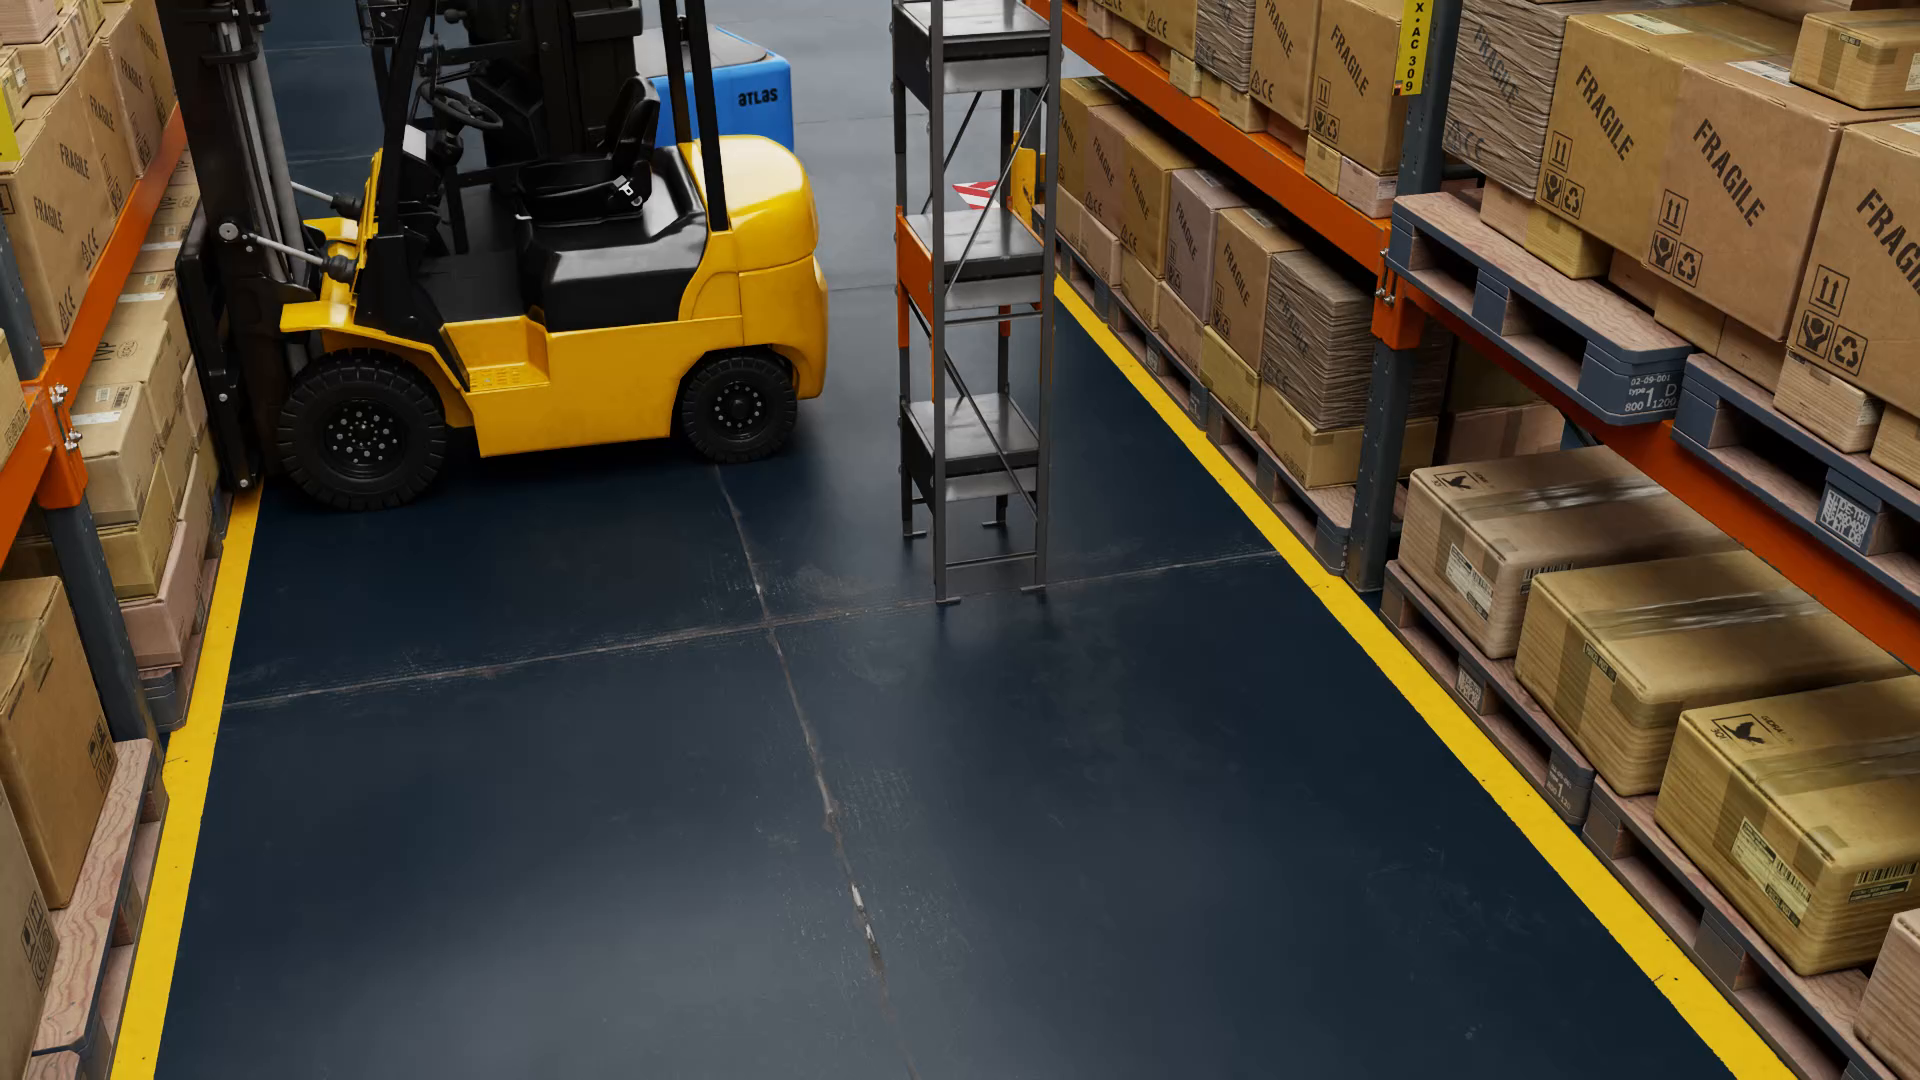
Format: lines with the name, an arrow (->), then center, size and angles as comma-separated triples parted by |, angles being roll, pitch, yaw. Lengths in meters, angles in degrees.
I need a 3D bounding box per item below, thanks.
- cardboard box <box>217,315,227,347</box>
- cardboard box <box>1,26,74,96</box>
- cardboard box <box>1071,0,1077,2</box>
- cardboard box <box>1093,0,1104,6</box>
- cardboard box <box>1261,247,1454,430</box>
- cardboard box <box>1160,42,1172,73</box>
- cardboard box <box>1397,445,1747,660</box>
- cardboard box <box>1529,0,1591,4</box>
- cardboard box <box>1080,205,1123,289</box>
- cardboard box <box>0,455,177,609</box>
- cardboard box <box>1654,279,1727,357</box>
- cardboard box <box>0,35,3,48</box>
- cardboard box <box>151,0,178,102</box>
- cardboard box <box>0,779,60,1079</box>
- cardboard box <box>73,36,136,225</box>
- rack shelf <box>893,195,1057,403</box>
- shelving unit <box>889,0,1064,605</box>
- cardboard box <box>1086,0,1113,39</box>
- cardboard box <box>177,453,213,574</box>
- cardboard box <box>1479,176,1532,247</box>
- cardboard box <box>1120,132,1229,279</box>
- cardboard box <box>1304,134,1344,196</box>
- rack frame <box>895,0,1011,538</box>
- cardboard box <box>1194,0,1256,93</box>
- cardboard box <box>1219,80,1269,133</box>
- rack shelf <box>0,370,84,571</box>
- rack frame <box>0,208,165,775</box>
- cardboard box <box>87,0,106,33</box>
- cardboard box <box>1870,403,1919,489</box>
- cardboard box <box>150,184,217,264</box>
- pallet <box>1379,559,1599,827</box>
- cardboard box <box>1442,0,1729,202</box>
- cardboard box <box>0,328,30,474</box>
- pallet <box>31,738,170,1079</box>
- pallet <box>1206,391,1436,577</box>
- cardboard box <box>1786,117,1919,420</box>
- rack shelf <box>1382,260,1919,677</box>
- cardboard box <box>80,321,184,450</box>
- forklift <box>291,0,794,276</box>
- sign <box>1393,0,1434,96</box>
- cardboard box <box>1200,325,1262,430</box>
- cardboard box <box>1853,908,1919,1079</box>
cardboard box -> -3.124, -0.749, 6.377 | 0.500, 0.250, 0.500 | -8, 31, -13
cardboard box -> -2.893, -1.424, 4.969 | 0.380, 0.149, 0.250 | -7, 31, -12
cardboard box -> 0.711, -2.829, 8.394 | 0.380, 0.149, 0.250 | -8, 31, -13
cardboard box -> 0.820, -2.786, 7.672 | 0.500, 0.500, 0.500 | -7, 31, -12
cardboard box -> 1.467, -0.763, 6.152 | 0.500, 0.500, 0.500 | -8, 31, -14
cardboard box -> 1.078, -2.070, 7.082 | 0.380, 0.149, 0.250 | -9, 31, -15
cardboard box -> 2.024, 0.011, 5.440 | 0.950, 0.372, 0.625 | -7, 31, -13
cardboard box -> 1.666, -1.557, 4.483 | 0.380, 0.149, 0.250 | -8, 31, -13
cardboard box -> 0.897, -1.447, 8.081 | 0.500, 0.250, 0.500 | -7, 31, -11
cardboard box -> -2.733, -0.018, 5.113 | 0.500, 0.250, 0.500 | -8, 31, -14
cardboard box -> 1.959, -0.583, 4.094 | 0.380, 0.149, 0.250 | -7, 31, -13
cardboard box -> -2.933, -1.418, 4.661 | 0.380, 0.149, 0.250 | -8, 31, -14
cardboard box -> -3.451, -2.056, 6.708 | 0.500, 0.500, 0.500 | -7, 31, -12
cardboard box -> -2.554, 0.937, 3.588 | 0.875, 0.625, 0.625 | -8, 31, -14
cardboard box -> -3.058, -1.321, 5.439 | 0.500, 0.500, 0.500 | -8, 31, -14
rack shelf -> 0.044, -0.817, 5.593 | 0.431, 0.518, 0.480 | -8, 31, -13
shelving unit -> 0.044, -0.829, 5.586 | 0.431, 2.100, 0.503 | -8, 31, -13
cardboard box -> 0.807, -2.441, 7.724 | 0.380, 0.149, 0.250 | -7, 31, -13
cardboard box -> -2.861, -0.048, 5.664 | 0.500, 0.250, 0.500 | -9, 31, -14
cardboard box -> 1.725, -0.961, 4.748 | 0.380, 0.149, 0.250 | -7, 31, -13
cardboard box -> 1.044, -1.512, 7.445 | 0.500, 0.500, 0.500 | -7, 31, -12
cardboard box -> 1.431, -1.323, 5.792 | 0.380, 0.149, 0.250 | -7, 31, -12
rack frame -> -0.021, -0.947, 5.789 | 0.400, 2.100, 0.015 | -8, 31, -13
cardboard box -> 1.240, -2.048, 6.398 | 0.500, 0.500, 0.500 | -7, 31, -12
cardboard box -> 1.231, -1.693, 6.432 | 0.380, 0.149, 0.250 | -8, 31, -14
rack shelf -> -2.371, 0.742, 2.692 | 1.077, 0.370, 4.000 | -8, 31, -13
rack frame -> -2.902, -0.535, 4.180 | 1.000, 3.000, 0.127 | -8, 31, -13
cardboard box -> -3.124, -1.798, 5.614 | 0.380, 0.149, 0.250 | -8, 31, -14
cardboard box -> 2.143, -0.203, 3.438 | 0.380, 0.149, 0.250 | -9, 31, -15
cardboard box -> -3.256, -1.223, 6.695 | 0.500, 0.250, 0.500 | -7, 31, -13
pallet -> 2.091, 0.386, 5.373 | 1.003, 0.211, 1.213 | -8, 31, -13
cardboard box -> 1.731, -1.286, 4.662 | 0.500, 0.500, 0.500 | -7, 31, -12
cardboard box -> -2.516, -0.262, 3.858 | 0.500, 0.250, 0.500 | -7, 31, -12
pallet -> -2.669, 1.022, 4.273 | 1.003, 0.211, 1.213 | -8, 31, -13
pallet -> 1.670, -0.310, 6.575 | 1.003, 0.211, 1.213 | -8, 31, -13
cardboard box -> 2.129, -0.557, 3.402 | 0.500, 0.500, 0.500 | -9, 31, -15
rack shelf -> 2.413, 0.080, 3.835 | 1.077, 0.370, 4.000 | -8, 31, -13
cardboard box -> -2.854, -0.483, 5.418 | 0.500, 0.250, 0.500 | -8, 31, -13
forklift -> -2.352, -2.528, 7.692 | 3.031, 2.935, 1.130 | -17, 34, -27
sign -> 1.361, -1.496, 4.976 | 0.100, 0.325, 0.005 | -8, 31, -13
cardboard box -> 1.316, -0.694, 6.781 | 0.500, 0.250, 0.500 | -9, 31, -15
cardboard box -> 2.600, 1.061, 3.627 | 0.950, 0.372, 0.625 | -8, 31, -14
